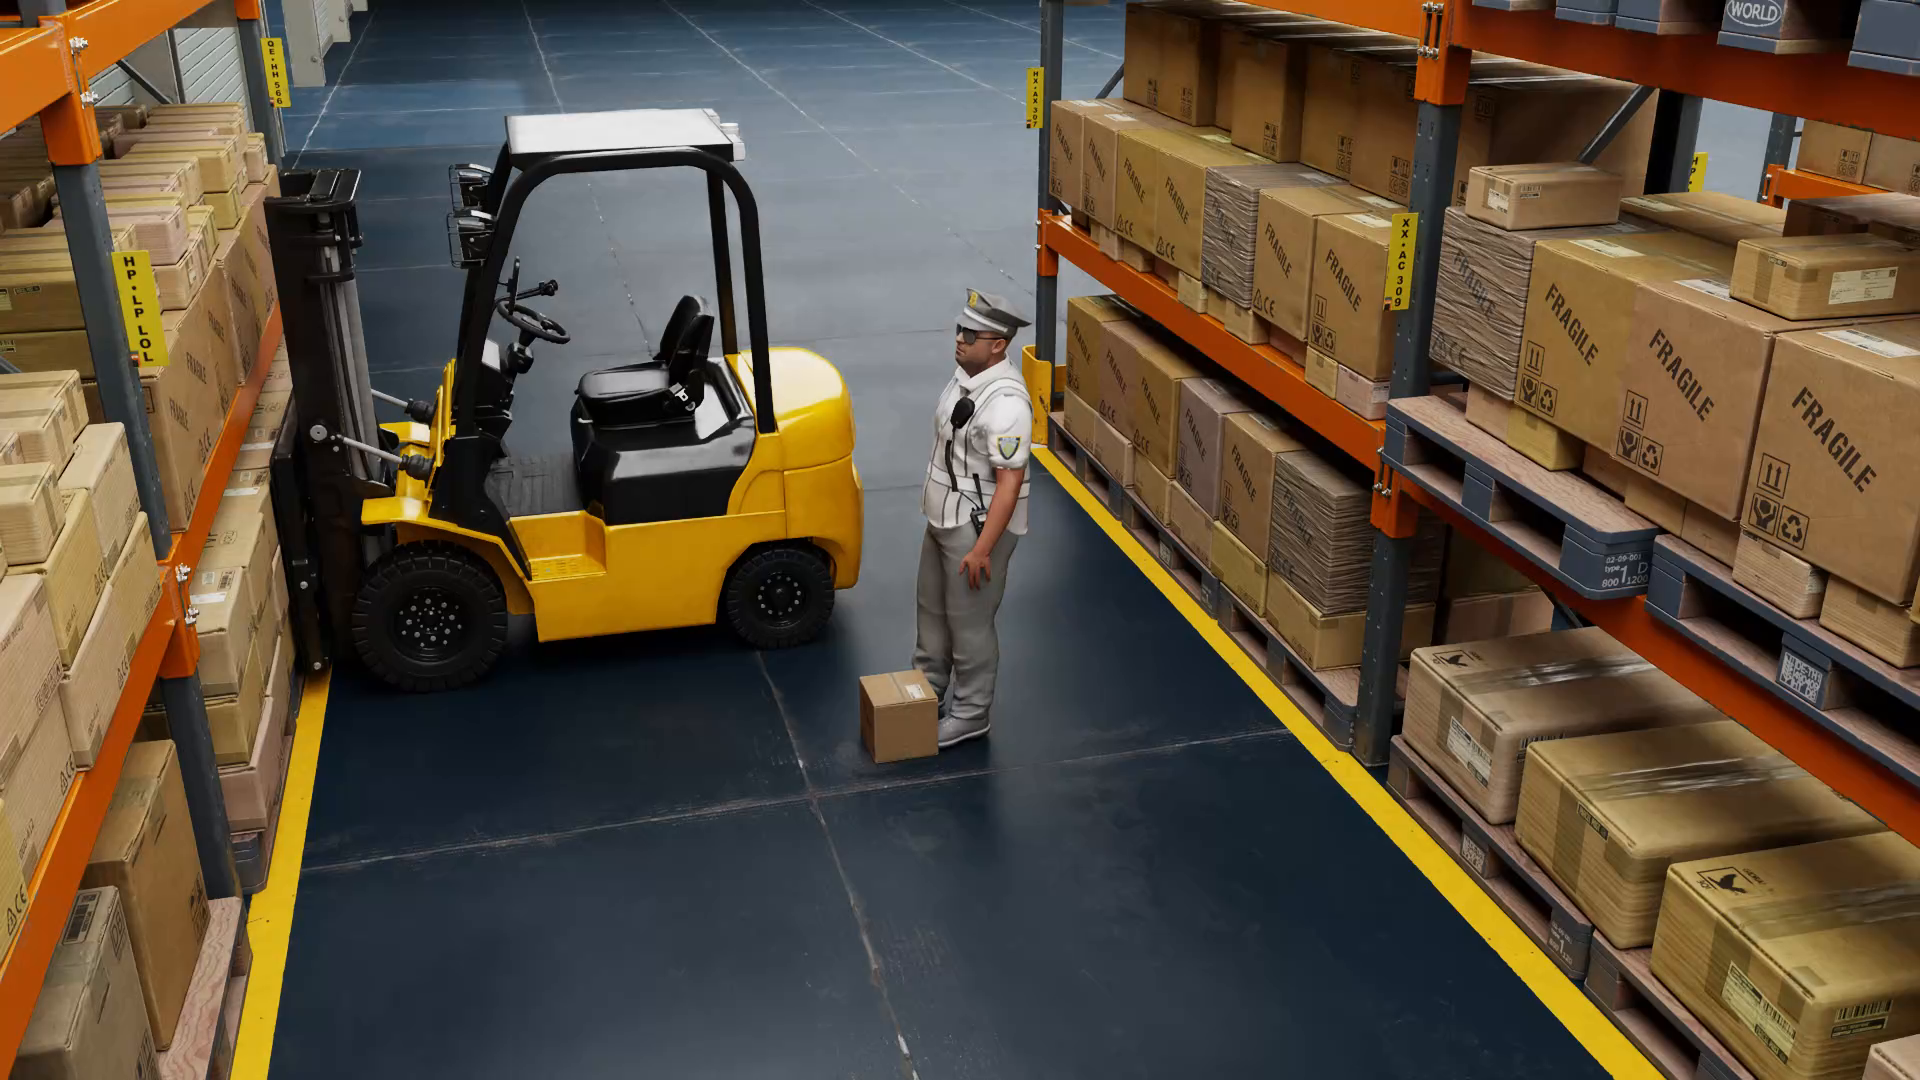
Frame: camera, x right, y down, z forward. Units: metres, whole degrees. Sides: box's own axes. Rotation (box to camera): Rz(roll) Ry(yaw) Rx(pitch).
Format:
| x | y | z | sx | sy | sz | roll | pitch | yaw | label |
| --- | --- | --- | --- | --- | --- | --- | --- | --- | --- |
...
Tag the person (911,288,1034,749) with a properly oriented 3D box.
| x | y | z | sx | sy | sz | roll | pitch | yaw | label |
| --- | --- | --- | --- | --- | --- | --- | --- | --- | --- |
| -0.039 | -0.070 | 6.189 | 0.573 | 1.782 | 0.641 | -6 | 24 | -14 | person |
